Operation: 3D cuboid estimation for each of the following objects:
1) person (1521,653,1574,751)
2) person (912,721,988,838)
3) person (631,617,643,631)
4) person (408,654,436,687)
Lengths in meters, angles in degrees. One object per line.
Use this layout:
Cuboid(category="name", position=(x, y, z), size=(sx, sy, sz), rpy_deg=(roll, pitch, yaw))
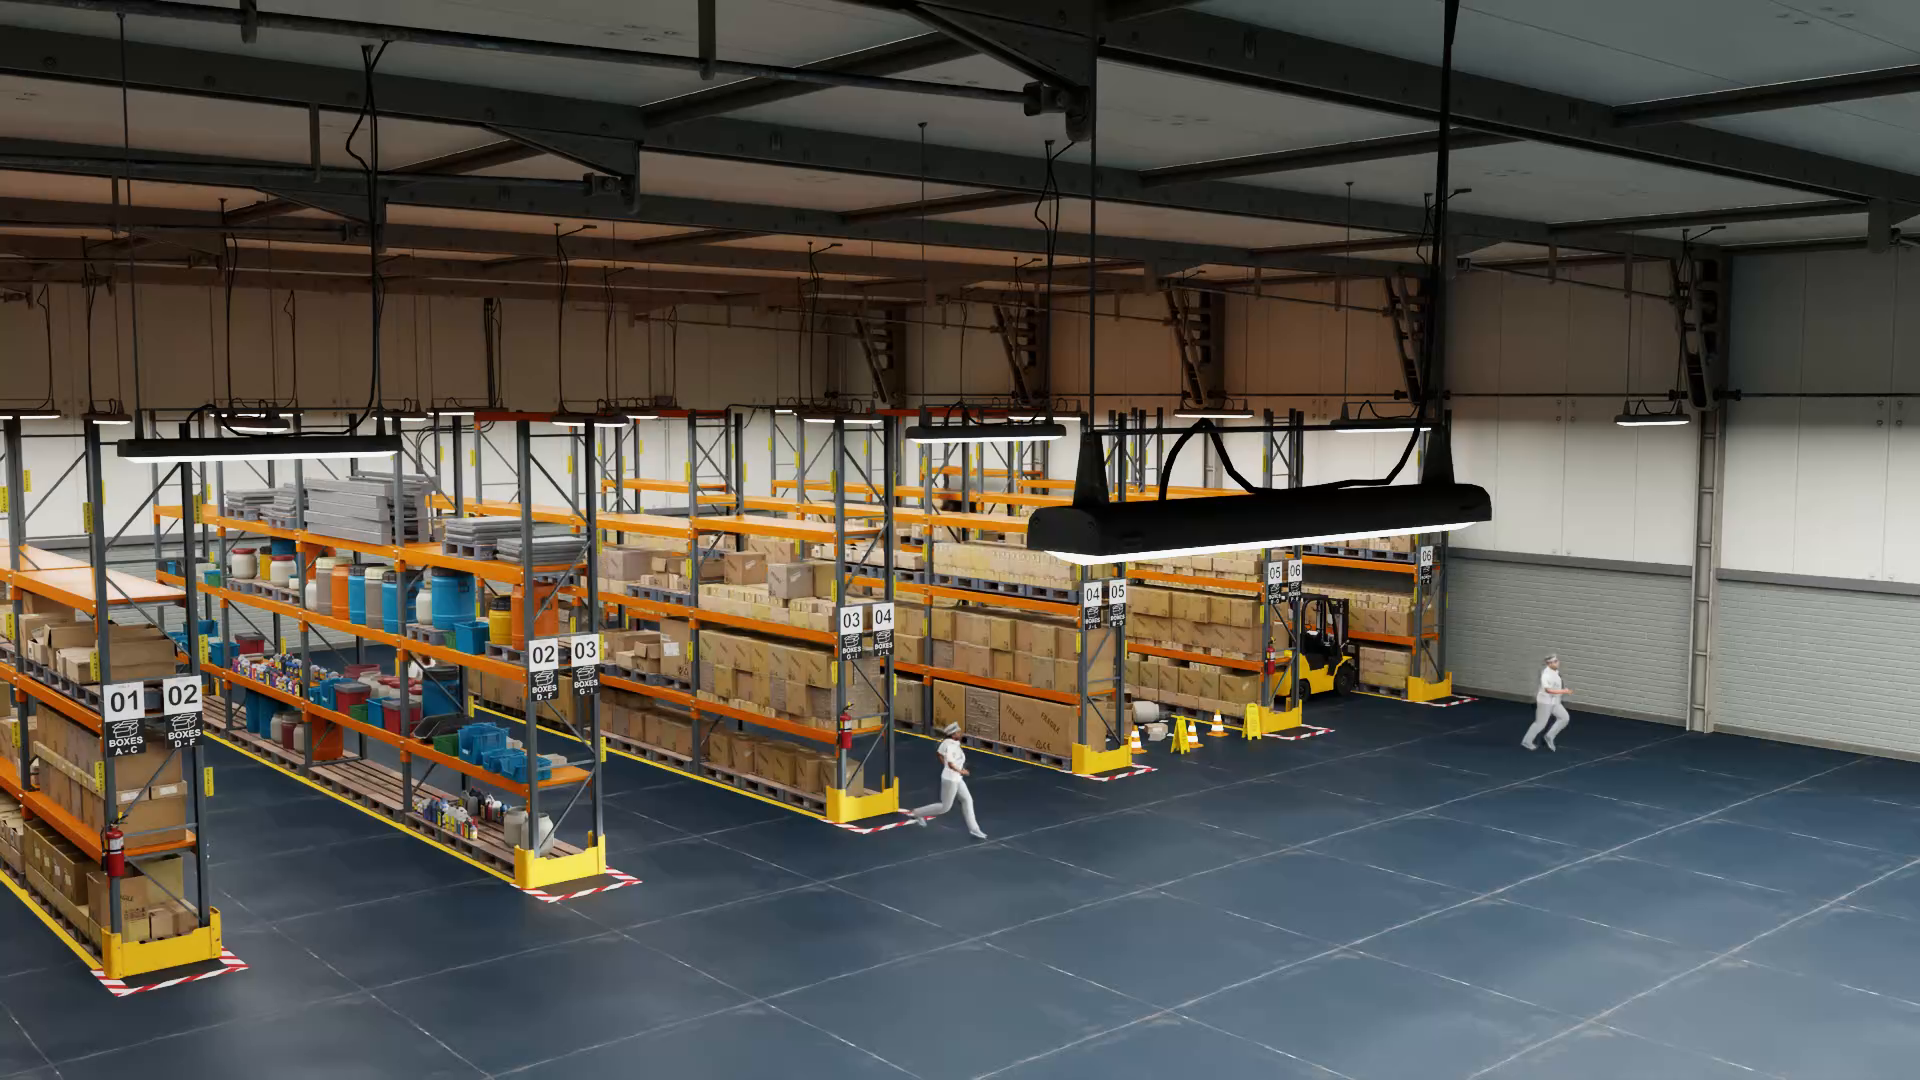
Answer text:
Cuboid(category="person", position=(10.433, 2.866, 29.417), size=(0.872, 1.774, 0.677), rpy_deg=(4, 6, 39))
Cuboid(category="person", position=(-0.145, 3.429, 23.682), size=(1.080, 1.704, 0.546), rpy_deg=(0, 5, 5))
Cuboid(category="person", position=(-8.019, 1.895, 41.364), size=(0.599, 1.626, 0.653), rpy_deg=(3, 6, 33))
Cuboid(category="person", position=(-9.740, 2.791, 30.192), size=(0.890, 1.796, 0.640), rpy_deg=(5, 7, 45))
